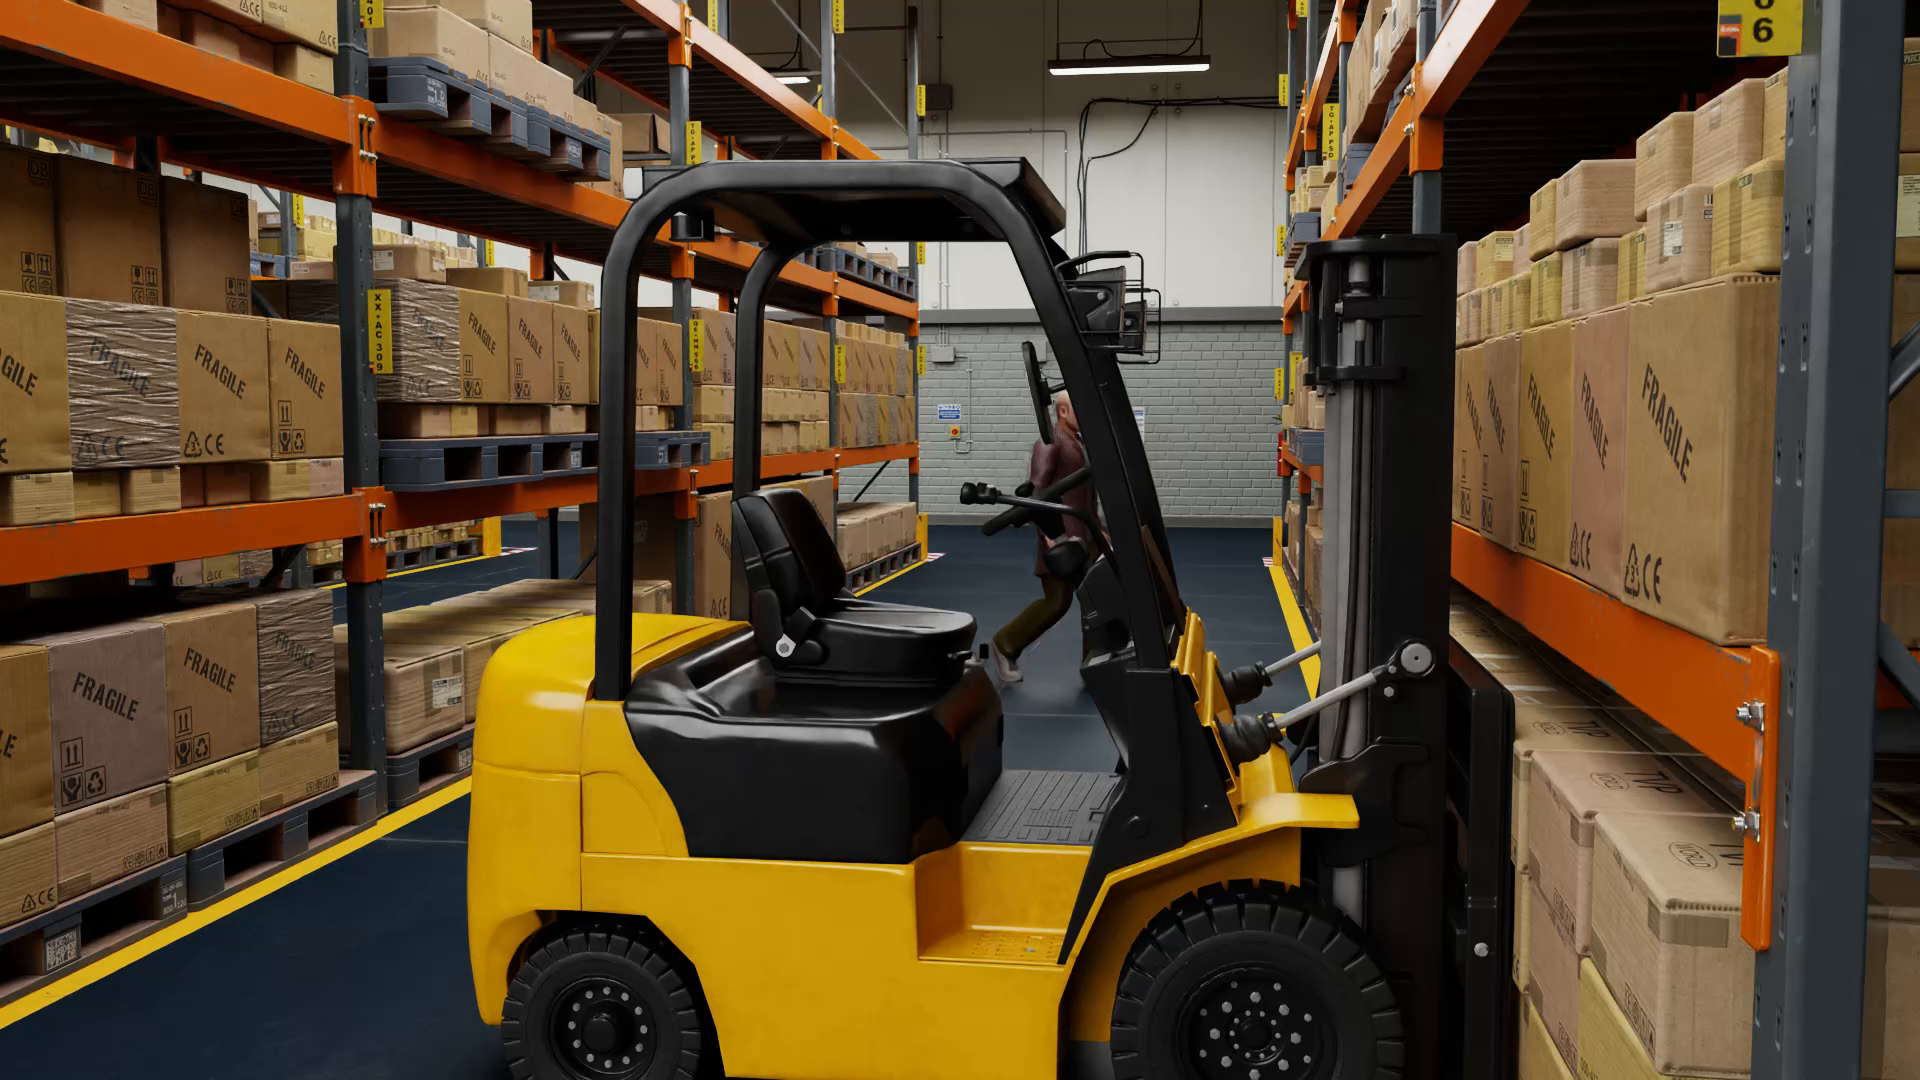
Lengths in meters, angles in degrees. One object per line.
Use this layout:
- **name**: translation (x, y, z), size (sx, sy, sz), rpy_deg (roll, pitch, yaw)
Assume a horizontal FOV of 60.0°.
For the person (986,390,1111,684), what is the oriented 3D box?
- **person**: translation (0.650, -0.004, 9.809), size (0.942, 1.764, 0.714), rpy_deg (3, 5, 31)
